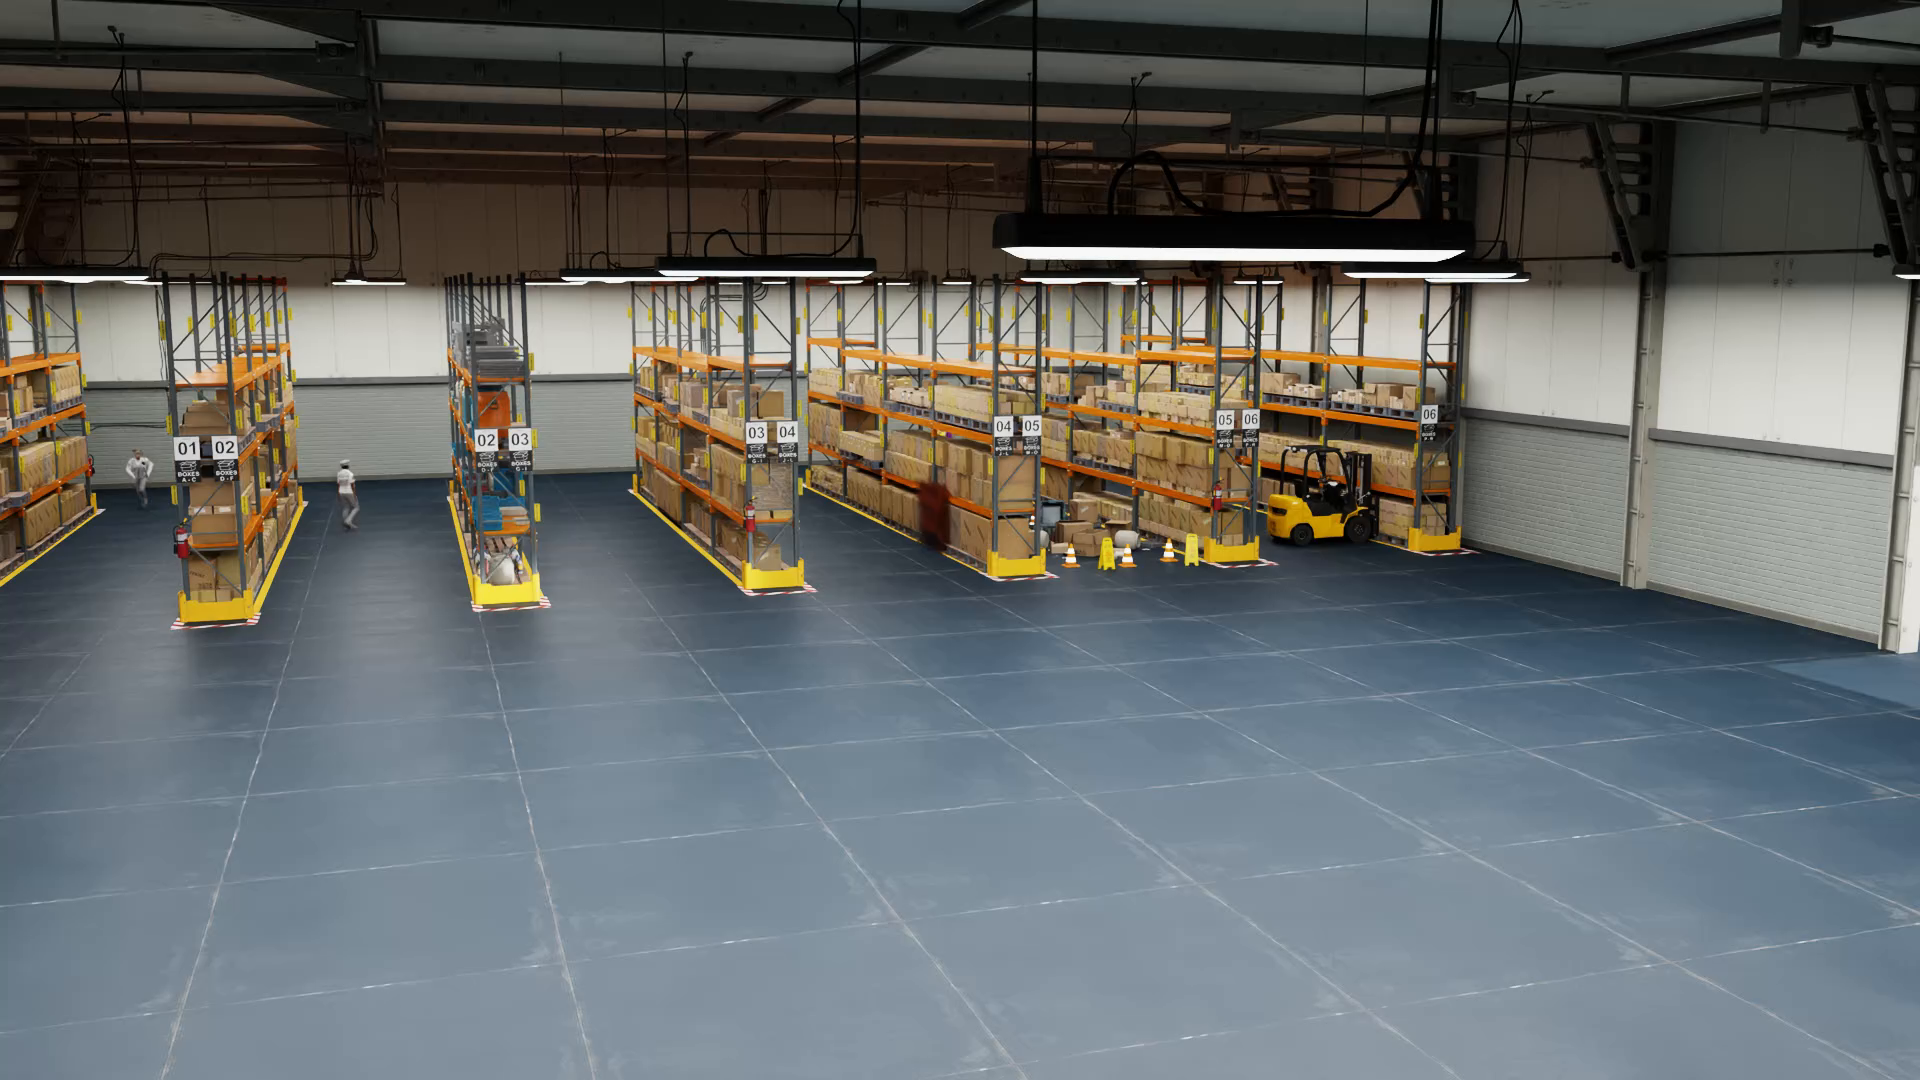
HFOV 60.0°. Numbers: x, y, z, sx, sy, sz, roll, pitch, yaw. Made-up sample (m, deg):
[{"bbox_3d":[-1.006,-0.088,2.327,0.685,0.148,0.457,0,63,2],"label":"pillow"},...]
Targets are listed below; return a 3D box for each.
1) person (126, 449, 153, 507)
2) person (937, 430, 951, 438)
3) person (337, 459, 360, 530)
[{"bbox_3d":[-21.507,-1.632,43.640,0.573,1.587,0.694,-1,9,-9],"label":"person"},{"bbox_3d":[-0.504,-2.919,51.609,0.961,1.732,0.542,-5,10,-32],"label":"person"},{"bbox_3d":[-14.629,-1.070,39.639,0.503,1.672,0.463,3,9,19],"label":"person"}]
